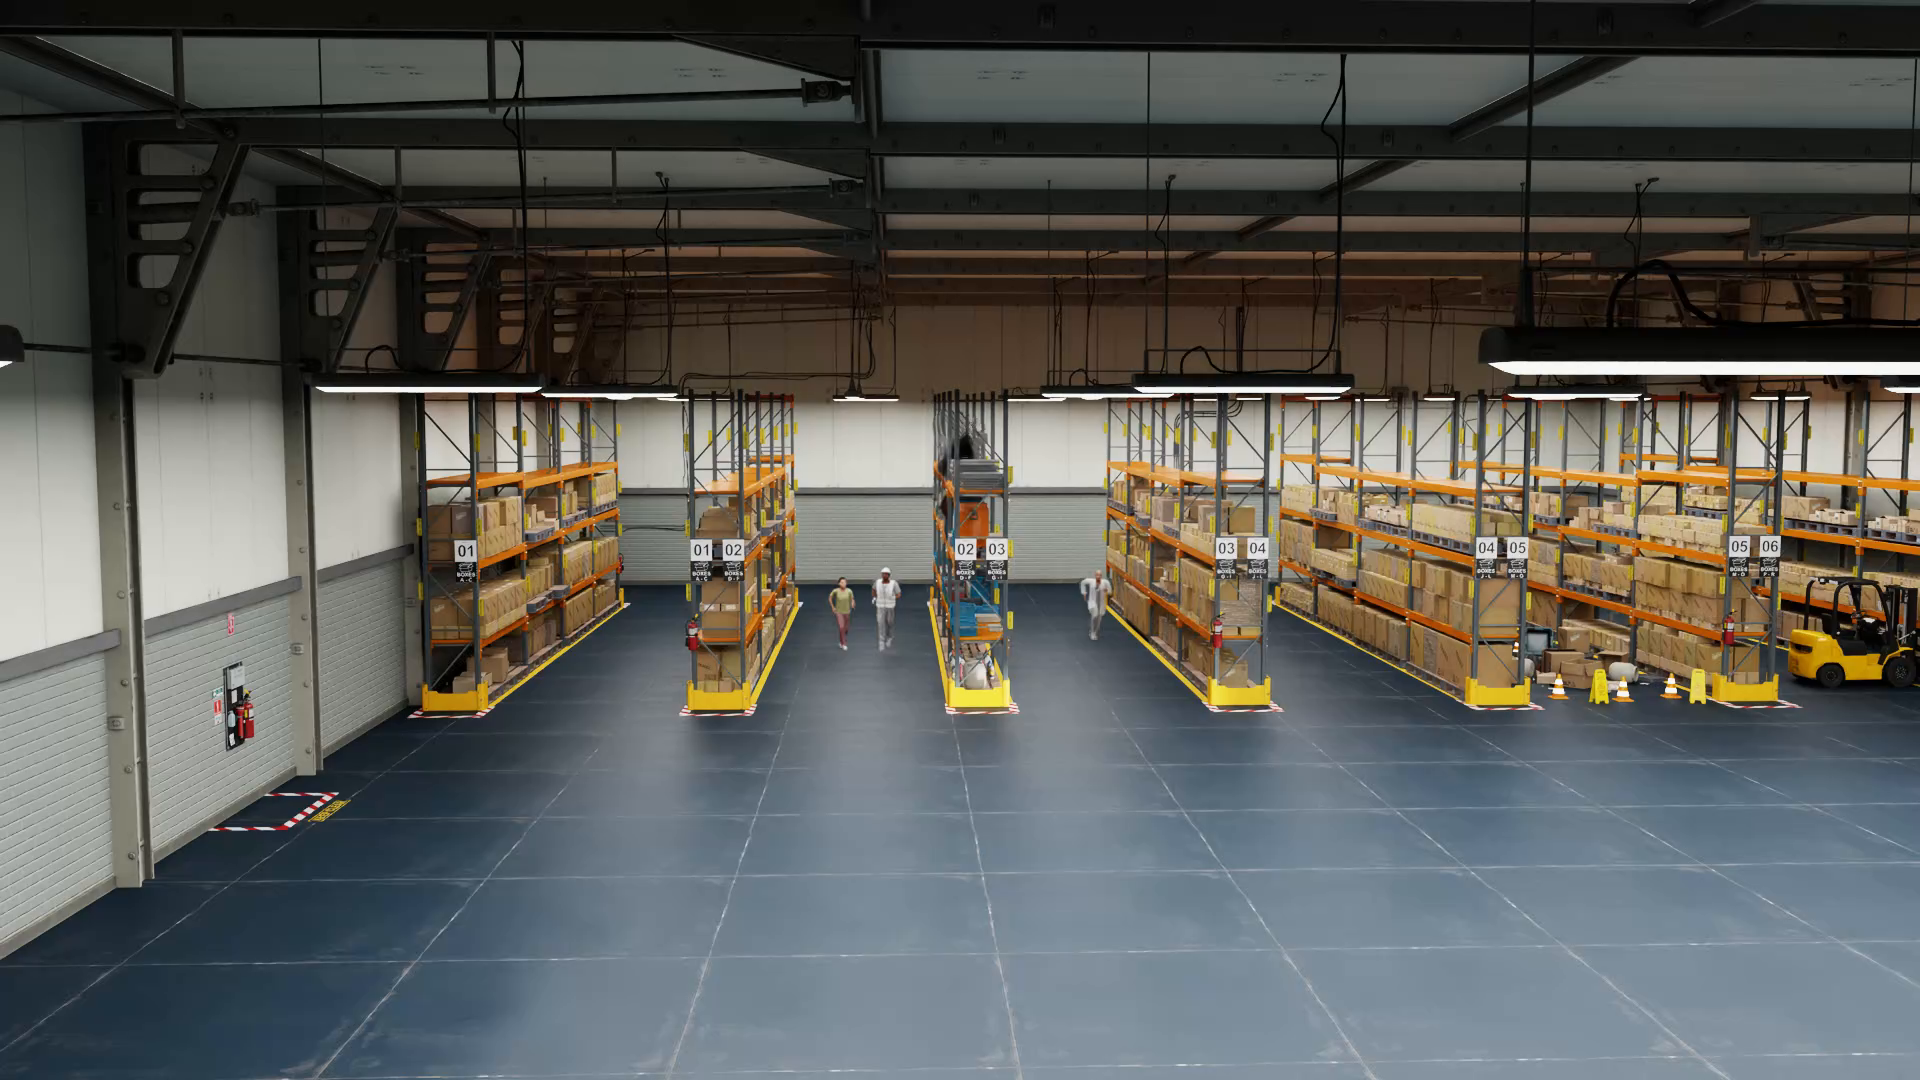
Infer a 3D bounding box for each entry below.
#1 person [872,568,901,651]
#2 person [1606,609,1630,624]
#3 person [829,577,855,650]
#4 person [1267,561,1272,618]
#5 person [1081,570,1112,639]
[{"bbox_3d":[-1.648,1.522,36.915,0.681,1.819,0.919,0,5,3],"label":"person"},{"bbox_3d":[17.092,1.342,43.129,0.557,1.716,0.901,-2,5,-20],"label":"person"},{"bbox_3d":[-2.638,1.624,37.150,0.564,1.613,0.750,-1,5,-16],"label":"person"},{"bbox_3d":[8.124,1.150,44.863,0.652,1.825,0.905,-1,5,-7],"label":"person"},{"bbox_3d":[3.302,1.564,40.273,0.691,1.706,0.958,-1,5,-10],"label":"person"}]
